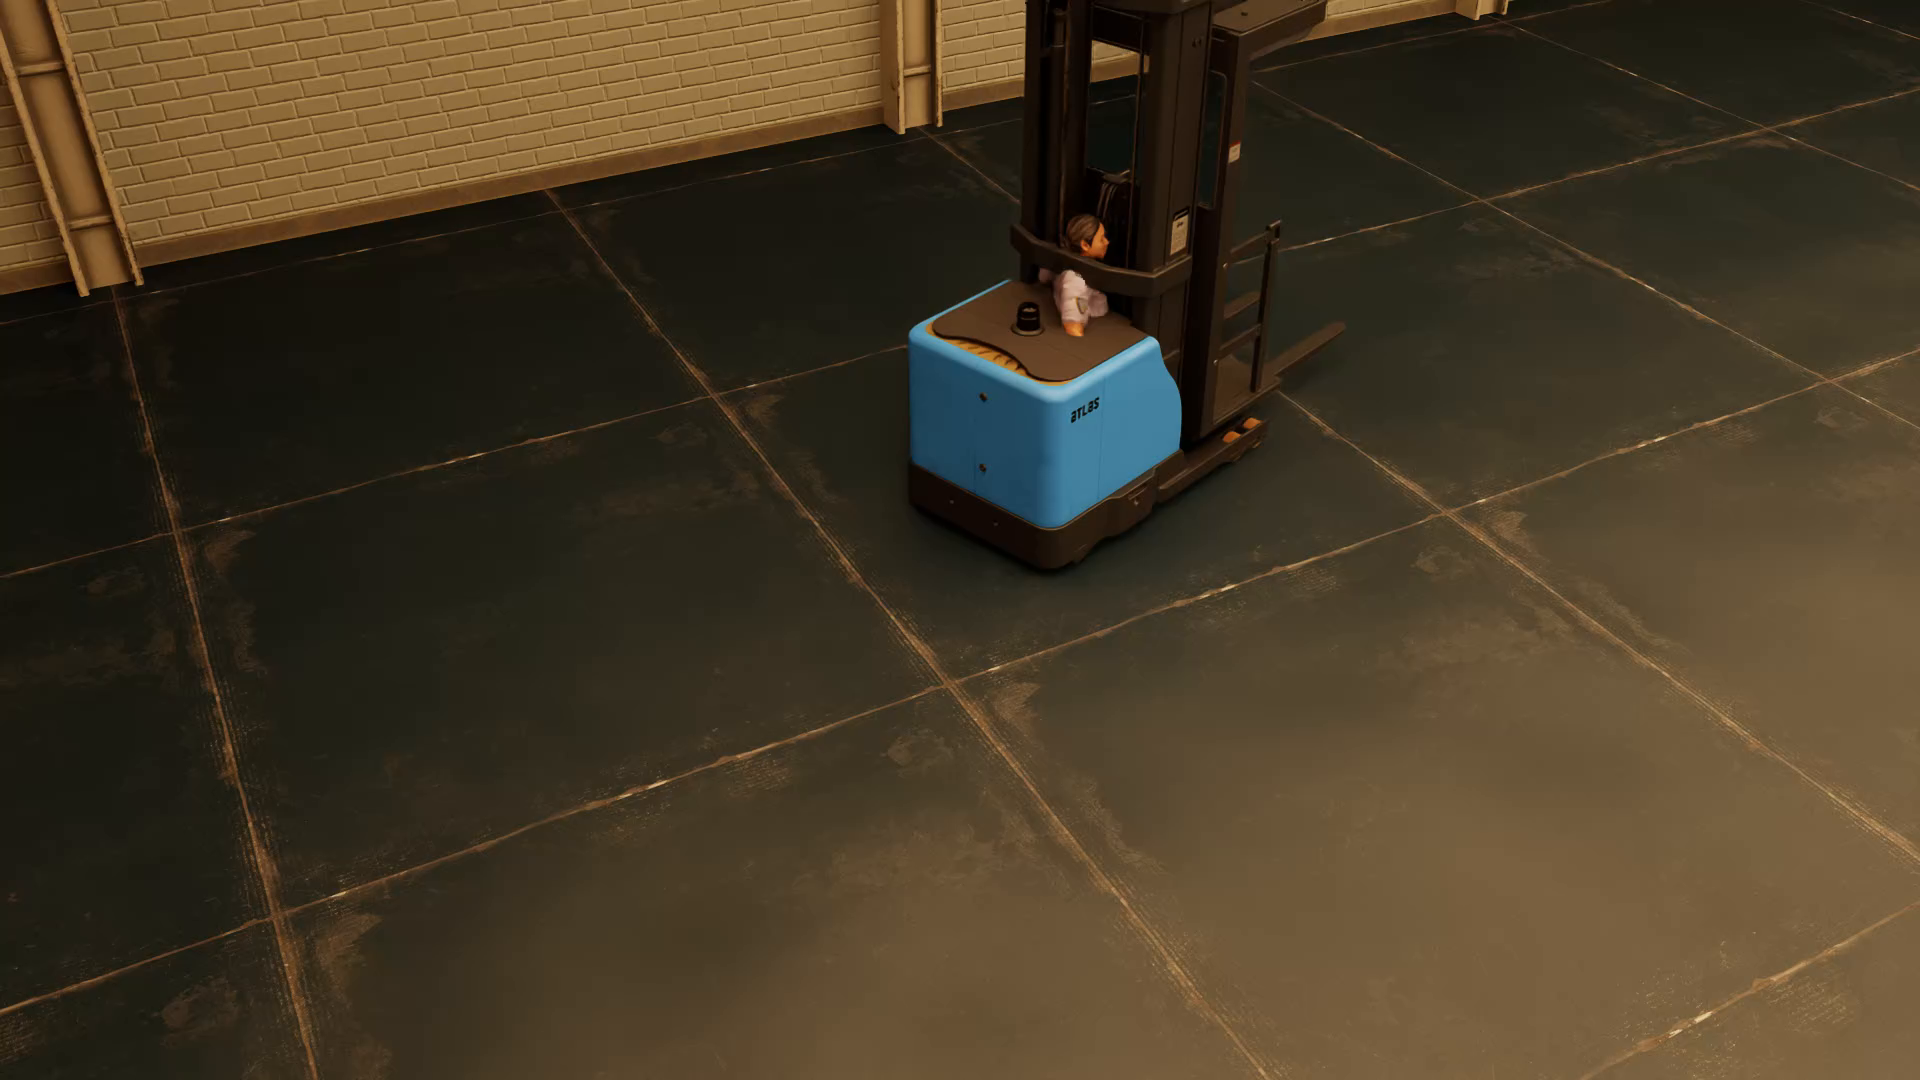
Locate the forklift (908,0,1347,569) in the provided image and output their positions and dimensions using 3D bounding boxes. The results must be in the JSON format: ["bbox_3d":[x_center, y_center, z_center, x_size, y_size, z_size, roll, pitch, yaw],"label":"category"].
[{"bbox_3d":[1.092,-1.814,8.690,1.130,2.935,3.031,28,44,34],"label":"forklift"}]

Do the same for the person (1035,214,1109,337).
[{"bbox_3d":[0.827,-0.983,8.657,0.837,1.510,0.847,-1,35,-2],"label":"person"}]
